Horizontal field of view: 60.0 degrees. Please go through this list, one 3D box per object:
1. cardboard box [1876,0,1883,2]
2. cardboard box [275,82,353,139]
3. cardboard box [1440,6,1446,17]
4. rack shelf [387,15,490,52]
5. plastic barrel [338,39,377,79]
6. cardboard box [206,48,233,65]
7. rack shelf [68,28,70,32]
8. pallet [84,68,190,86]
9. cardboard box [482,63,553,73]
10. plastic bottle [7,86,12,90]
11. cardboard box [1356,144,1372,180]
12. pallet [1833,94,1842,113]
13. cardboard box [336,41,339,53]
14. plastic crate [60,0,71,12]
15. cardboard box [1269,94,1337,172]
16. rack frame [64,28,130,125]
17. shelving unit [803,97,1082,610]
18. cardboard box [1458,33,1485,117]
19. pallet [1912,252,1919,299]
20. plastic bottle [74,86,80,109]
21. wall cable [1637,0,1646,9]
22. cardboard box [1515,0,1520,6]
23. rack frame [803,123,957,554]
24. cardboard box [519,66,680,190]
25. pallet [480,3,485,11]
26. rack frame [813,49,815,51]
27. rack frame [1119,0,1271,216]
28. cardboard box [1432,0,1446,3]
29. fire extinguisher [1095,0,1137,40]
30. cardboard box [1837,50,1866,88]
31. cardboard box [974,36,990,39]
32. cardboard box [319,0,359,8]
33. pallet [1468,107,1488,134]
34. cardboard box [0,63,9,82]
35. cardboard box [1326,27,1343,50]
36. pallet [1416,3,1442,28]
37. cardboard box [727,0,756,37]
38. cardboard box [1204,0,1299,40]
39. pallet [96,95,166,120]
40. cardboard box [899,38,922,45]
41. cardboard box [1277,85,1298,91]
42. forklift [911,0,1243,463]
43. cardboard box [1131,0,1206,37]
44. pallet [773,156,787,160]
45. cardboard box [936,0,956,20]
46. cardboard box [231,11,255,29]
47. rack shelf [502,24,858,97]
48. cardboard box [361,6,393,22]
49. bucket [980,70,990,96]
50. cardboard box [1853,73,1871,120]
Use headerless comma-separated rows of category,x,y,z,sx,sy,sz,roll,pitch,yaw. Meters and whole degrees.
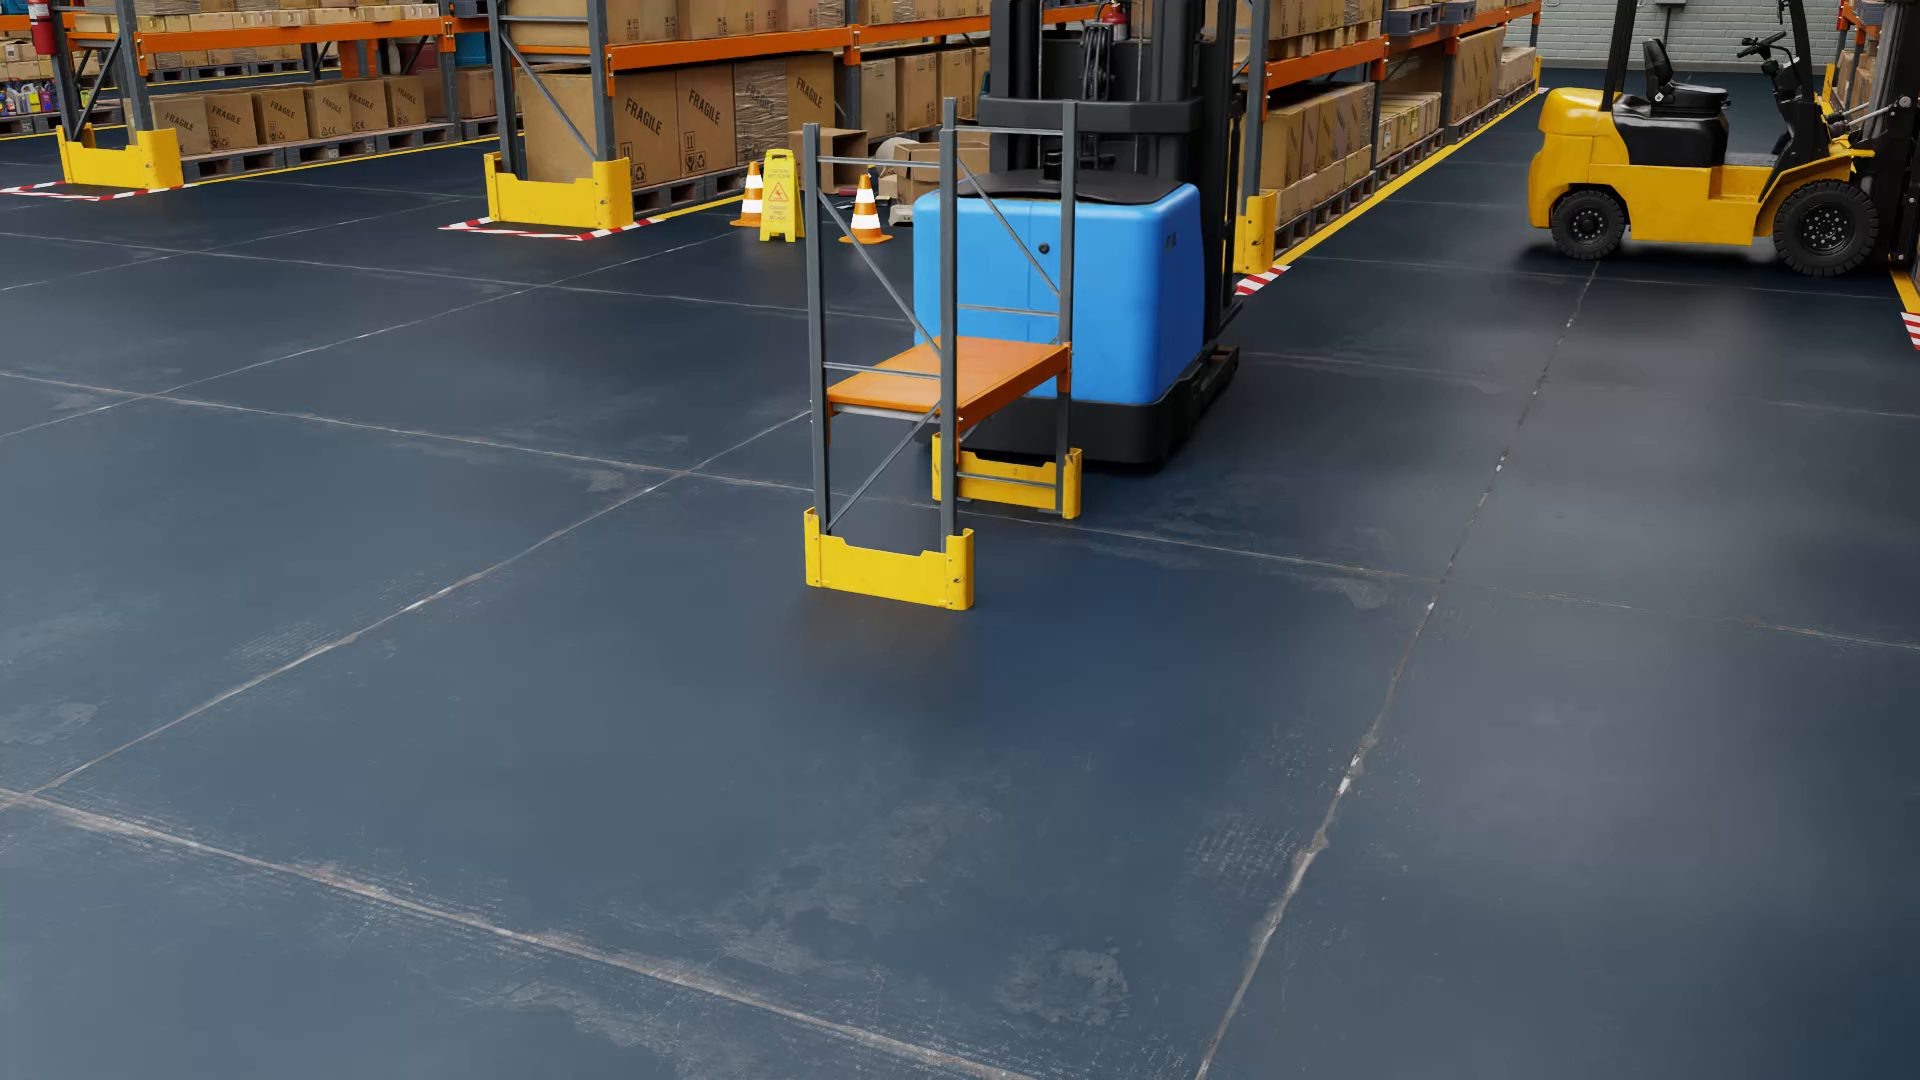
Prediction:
cardboard box,9.192,-5.346,16.271,0.380,0.149,0.250,9,21,24
cardboard box,-6.547,-4.356,16.845,0.500,0.500,0.500,7,21,18
cardboard box,5.173,-5.737,17.848,0.500,0.250,0.500,8,21,22
rack shelf,-5.117,-6.102,19.724,1.077,0.370,4.000,9,21,23
plastic barrel,-8.632,-7.059,23.954,0.600,0.830,0.708,9,21,23
cardboard box,-12.259,-8.016,27.106,0.500,0.500,0.500,8,21,21
rack shelf,-9.636,-6.782,21.635,1.077,0.370,4.000,9,21,23
pallet,-12.994,-7.322,26.242,1.003,0.211,1.213,9,21,23
cardboard box,-5.224,-5.358,19.632,0.700,0.500,0.500,7,21,18
plastic bottle,-11.113,-5.180,19.474,0.097,0.271,0.097,0,20,0
cardboard box,3.108,-3.154,13.839,0.500,0.250,0.500,10,22,25
pallet,11.691,-5.506,21.135,1.003,0.211,1.213,9,21,23
cardboard box,-11.415,-9.018,30.207,0.500,0.311,0.500,9,21,23
plastic crate,-10.785,-6.337,19.405,0.767,0.338,0.504,9,21,23
cardboard box,2.482,-3.031,12.373,0.500,0.500,0.500,9,21,24
rack frame,-10.455,-6.509,19.795,1.000,3.000,0.127,9,21,23
shelving unit,-0.031,-0.683,5.652,0.587,1.500,1.083,9,21,23
cardboard box,5.471,-5.361,19.111,0.875,0.875,0.875,9,21,23
pallet,6.272,-1.493,9.851,1.003,0.211,1.213,9,21,23
plastic bottle,-10.456,-5.232,19.500,0.144,0.351,0.185,8,21,21
wall cable,11.605,-10.153,28.524,0.588,1.984,0.122,9,21,23
cardboard box,7.022,-7.223,21.654,0.500,0.500,0.500,9,21,23
rack frame,-0.243,-0.525,5.207,0.500,1.500,0.032,9,21,23
cardboard box,-2.873,-3.308,13.339,0.875,0.875,0.875,9,21,23
pallet,-5.071,-6.351,19.637,1.003,0.211,1.213,9,21,23
rack frame,-2.660,-8.275,24.761,1.000,3.000,0.127,9,21,23
rack frame,1.467,-3.247,10.622,1.000,3.000,0.127,9,21,23
cardboard box,4.507,-5.303,16.151,0.380,0.149,0.250,9,21,24
fire extinguisher,1.000,-3.239,10.715,0.296,0.674,0.183,9,21,23
cardboard box,12.212,-6.306,22.322,0.797,0.503,0.637,8,21,21
cardboard box,0.423,-6.115,20.672,0.500,0.250,0.500,9,21,23
cardboard box,-6.527,-5.573,16.570,0.875,0.500,0.500,9,21,23
pallet,5.635,-4.981,19.660,1.003,0.211,1.213,9,21,23
cardboard box,-13.952,-6.652,23.673,0.500,0.250,0.500,9,21,24
cardboard box,2.634,-3.743,12.391,0.380,0.149,0.250,9,21,23
pallet,3.970,-4.991,15.814,1.003,0.211,1.213,9,21,23
cardboard box,-2.251,-4.578,14.142,0.875,0.550,0.500,9,21,23
cardboard box,1.914,-3.541,10.856,0.500,0.500,0.500,8,21,22
pallet,-10.169,-5.441,20.952,1.003,0.211,1.213,9,21,23
cardboard box,-1.211,-8.488,27.904,0.875,0.875,0.875,9,21,23
cardboard box,2.408,-3.417,13.458,0.500,0.500,0.500,9,22,25
forklift,0.744,-2.144,7.625,1.130,2.935,3.031,6,21,17
cardboard box,1.438,-3.638,11.129,0.500,0.500,0.500,8,21,22
pallet,-1.835,-3.583,15.727,1.003,0.211,1.213,9,21,23
cardboard box,-0.370,-5.751,17.514,0.500,0.500,0.500,9,21,24
cardboard box,-6.812,-4.846,15.493,0.380,0.149,0.250,9,21,23
rack shelf,-2.271,-4.168,14.285,1.077,0.370,4.000,9,21,23
cardboard box,-6.025,-5.370,16.967,0.380,0.149,0.250,9,21,23
bucket,0.595,-3.934,15.171,0.726,0.611,0.620,18,16,41
cardboard box,10.090,-4.822,18.156,0.500,0.500,0.500,8,21,21
